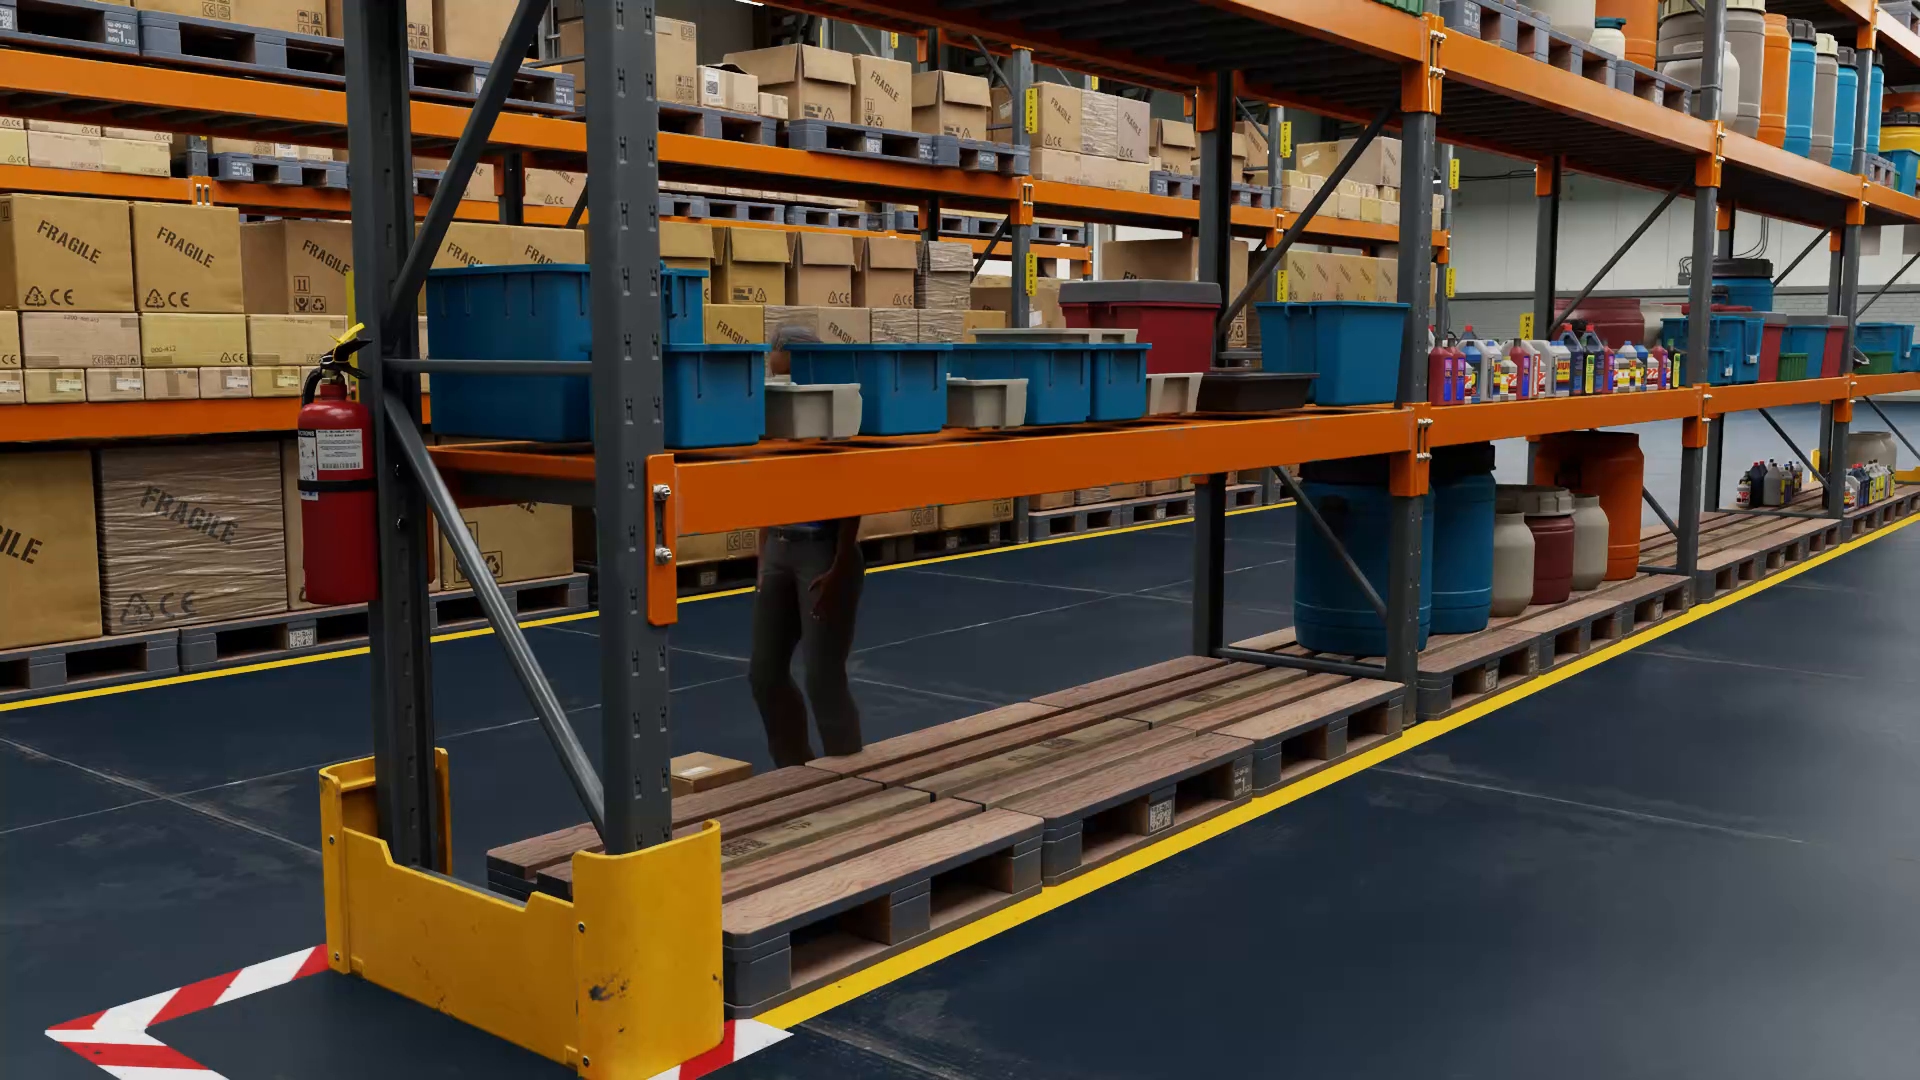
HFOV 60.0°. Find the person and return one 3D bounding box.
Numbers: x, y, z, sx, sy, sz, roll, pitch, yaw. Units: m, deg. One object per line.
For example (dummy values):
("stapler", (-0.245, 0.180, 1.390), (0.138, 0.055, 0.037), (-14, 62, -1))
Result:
("person", (-0.494, 0.109, 5.510), (0.448, 1.631, 0.342), (6, 9, 39))
